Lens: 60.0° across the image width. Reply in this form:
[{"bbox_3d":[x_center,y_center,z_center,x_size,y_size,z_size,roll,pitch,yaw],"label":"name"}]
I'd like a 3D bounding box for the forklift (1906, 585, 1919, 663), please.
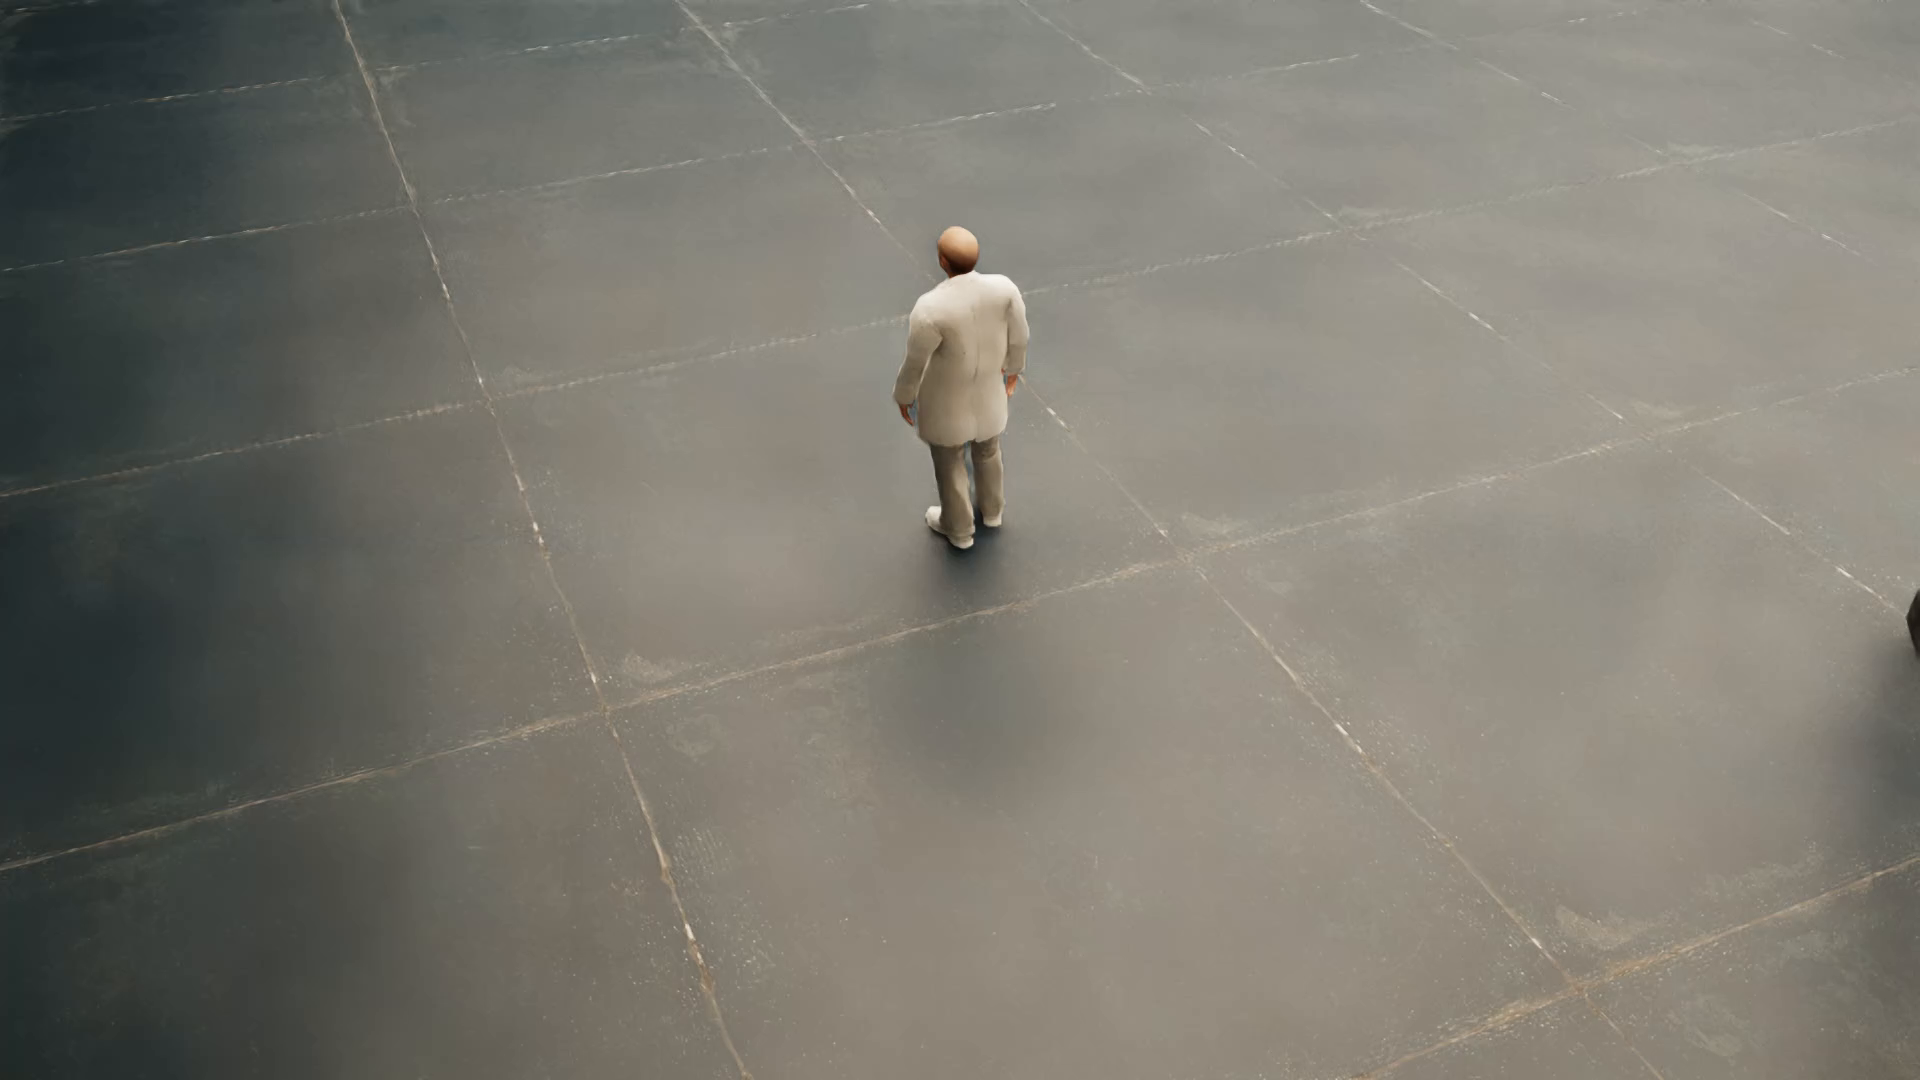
[{"bbox_3d":[5.881,-0.283,6.497,3.031,2.935,1.130,9,36,12],"label":"forklift"}]

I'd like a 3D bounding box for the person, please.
[{"bbox_3d":[-0.031,-0.780,8.178,0.694,1.776,0.579,-14,38,-19],"label":"person"}]
